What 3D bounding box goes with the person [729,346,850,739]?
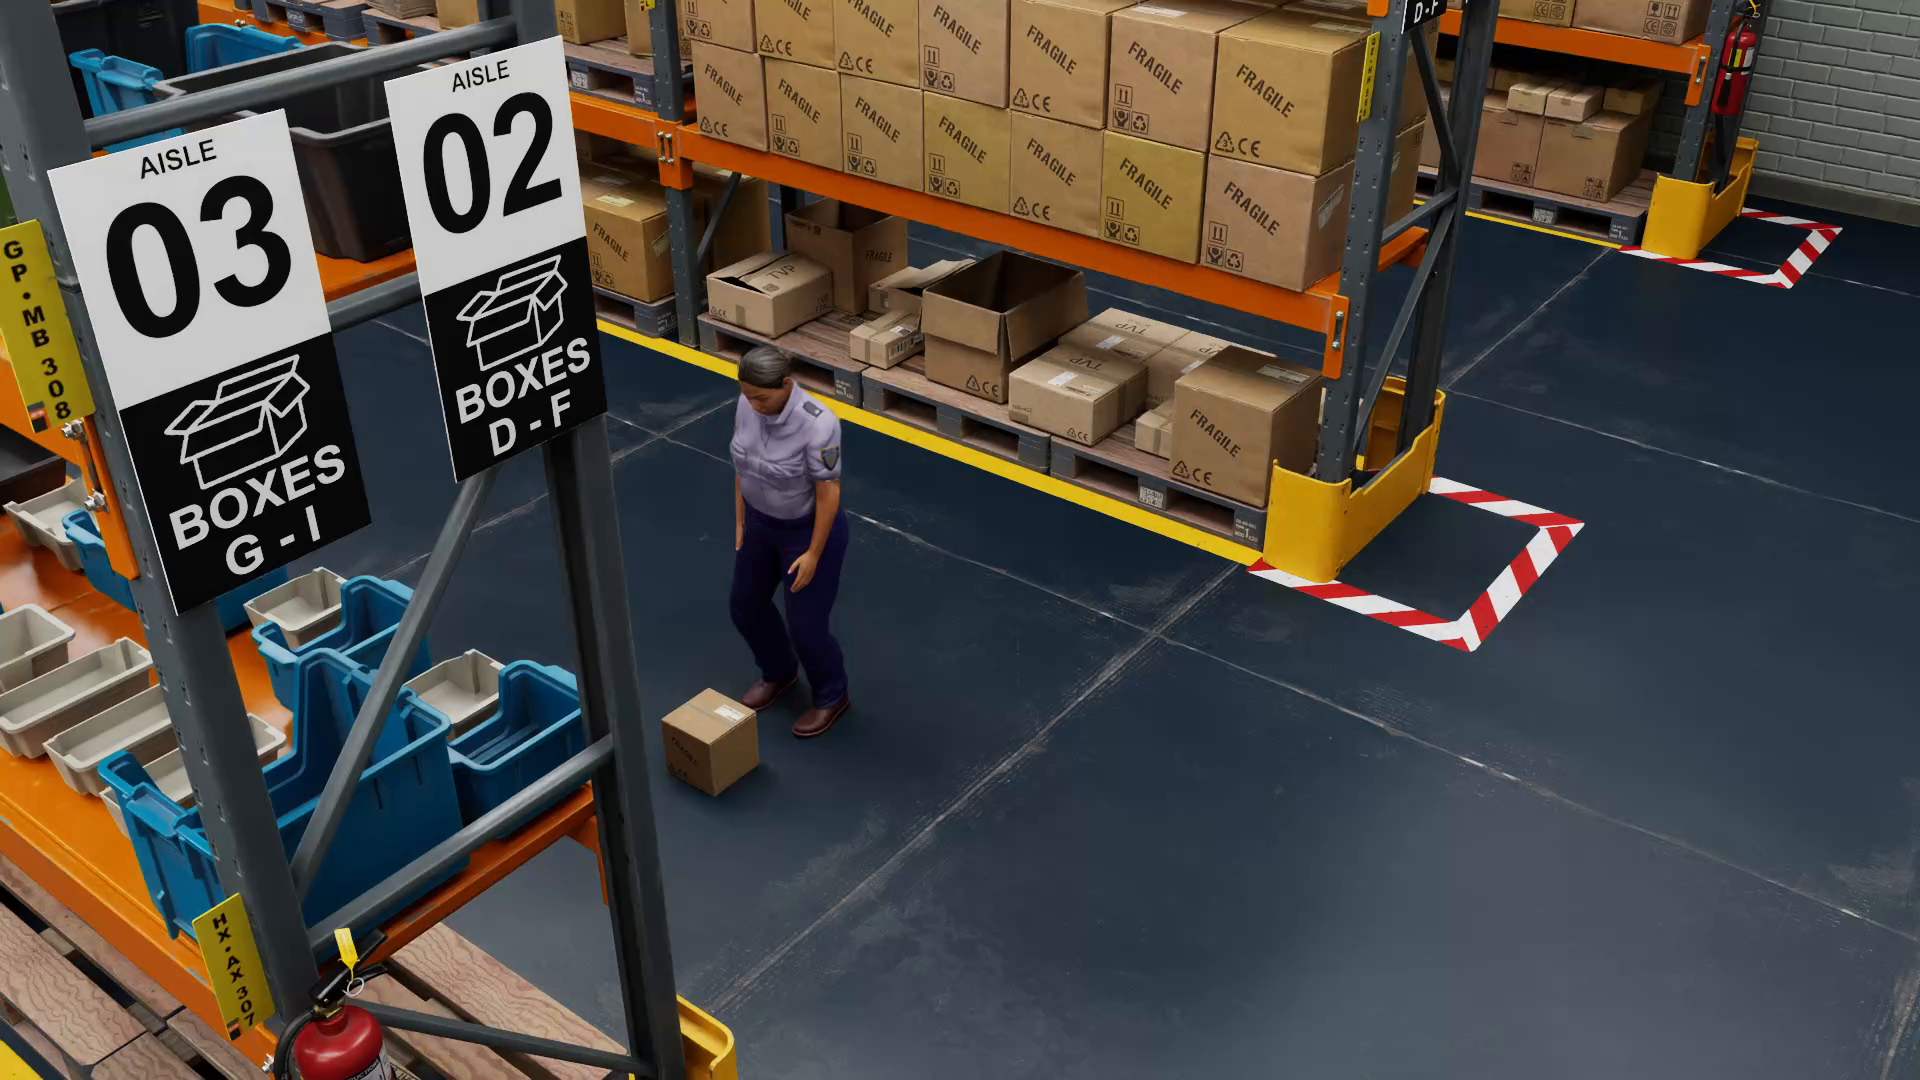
[{"bbox_3d":[-0.626,-0.011,6.219,0.496,1.607,0.396,22,38,32],"label":"person"}]
